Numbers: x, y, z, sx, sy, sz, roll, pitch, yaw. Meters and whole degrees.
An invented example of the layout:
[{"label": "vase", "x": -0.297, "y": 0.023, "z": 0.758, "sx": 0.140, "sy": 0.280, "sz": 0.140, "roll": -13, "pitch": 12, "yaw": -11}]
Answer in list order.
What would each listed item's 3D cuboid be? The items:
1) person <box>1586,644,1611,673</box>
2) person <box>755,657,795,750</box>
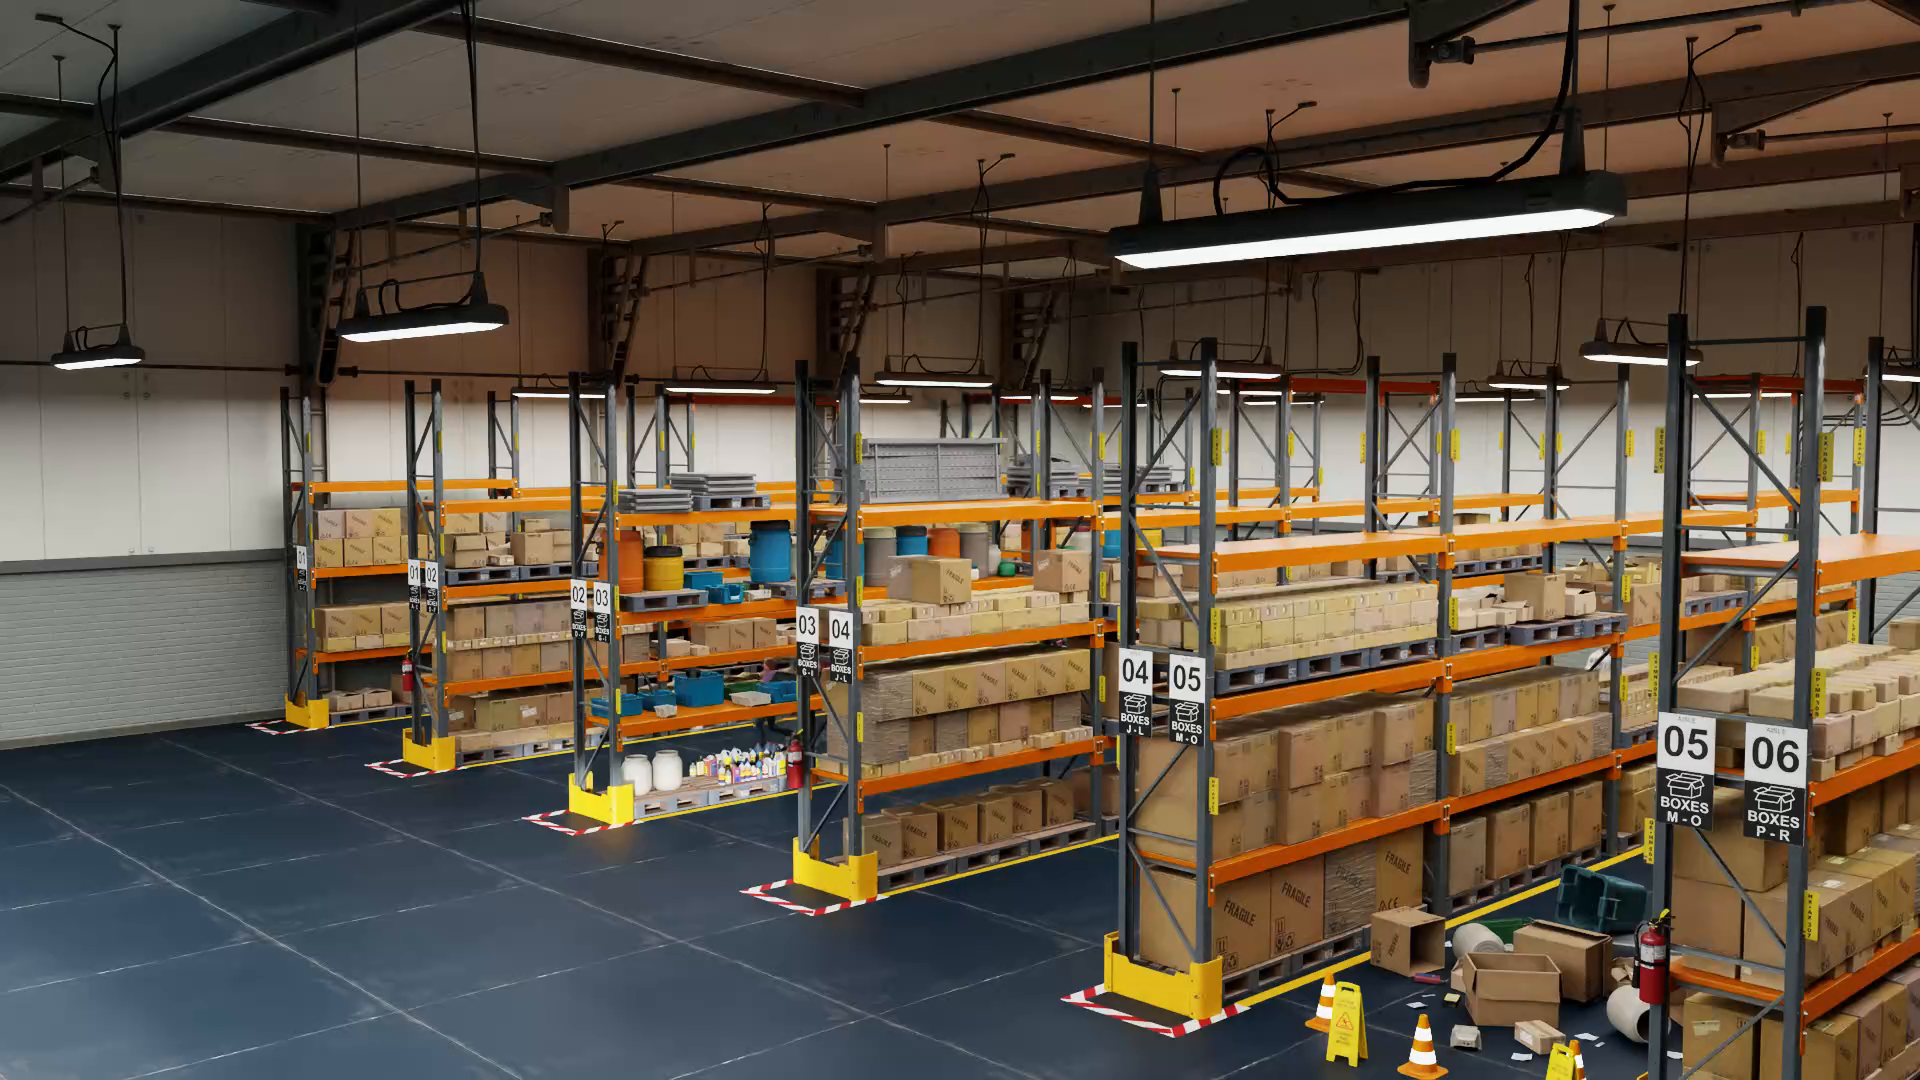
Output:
[{"label": "person", "x": 11.453, "y": 2.482, "z": 29.463, "sx": 0.622, "sy": 1.624, "sz": 0.522, "roll": -1, "pitch": 4, "yaw": -21}, {"label": "person", "x": -3.040, "y": 2.672, "z": 26.719, "sx": 0.839, "sy": 1.592, "sz": 0.541, "roll": -3, "pitch": 5, "yaw": -42}]
